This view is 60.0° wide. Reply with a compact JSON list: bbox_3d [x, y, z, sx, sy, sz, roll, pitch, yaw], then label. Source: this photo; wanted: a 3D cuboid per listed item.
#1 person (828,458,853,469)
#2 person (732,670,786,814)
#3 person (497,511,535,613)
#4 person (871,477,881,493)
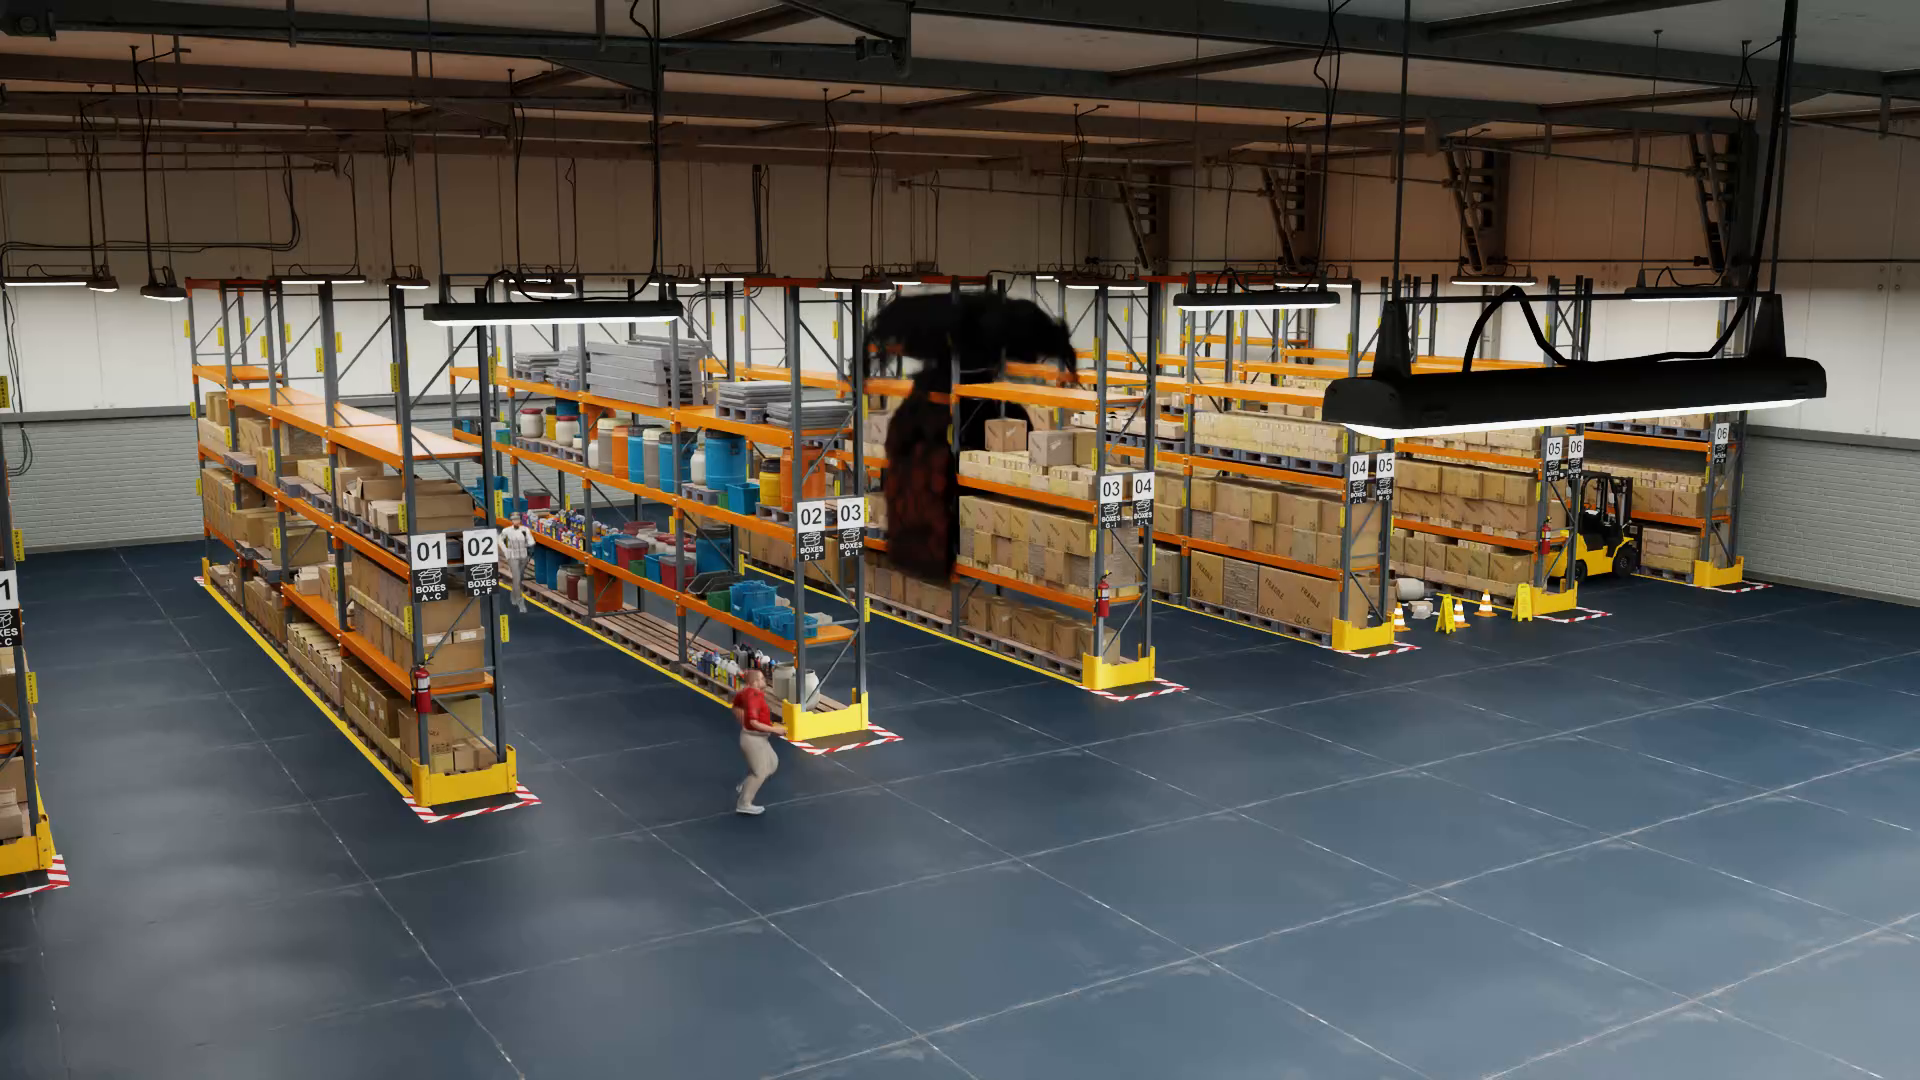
[{"bbox_3d":[-3.032,-1.474,41.399,0.716,1.800,0.916,7,12,35],"label":"person"},{"bbox_3d":[-2.306,2.316,19.148,0.589,1.695,0.665,-2,10,-12],"label":"person"},{"bbox_3d":[-7.723,0.346,29.110,0.592,1.741,0.805,-6,12,-34],"label":"person"},{"bbox_3d":[-2.102,-1.488,42.121,0.602,1.548,0.623,-1,10,-6],"label":"person"}]
